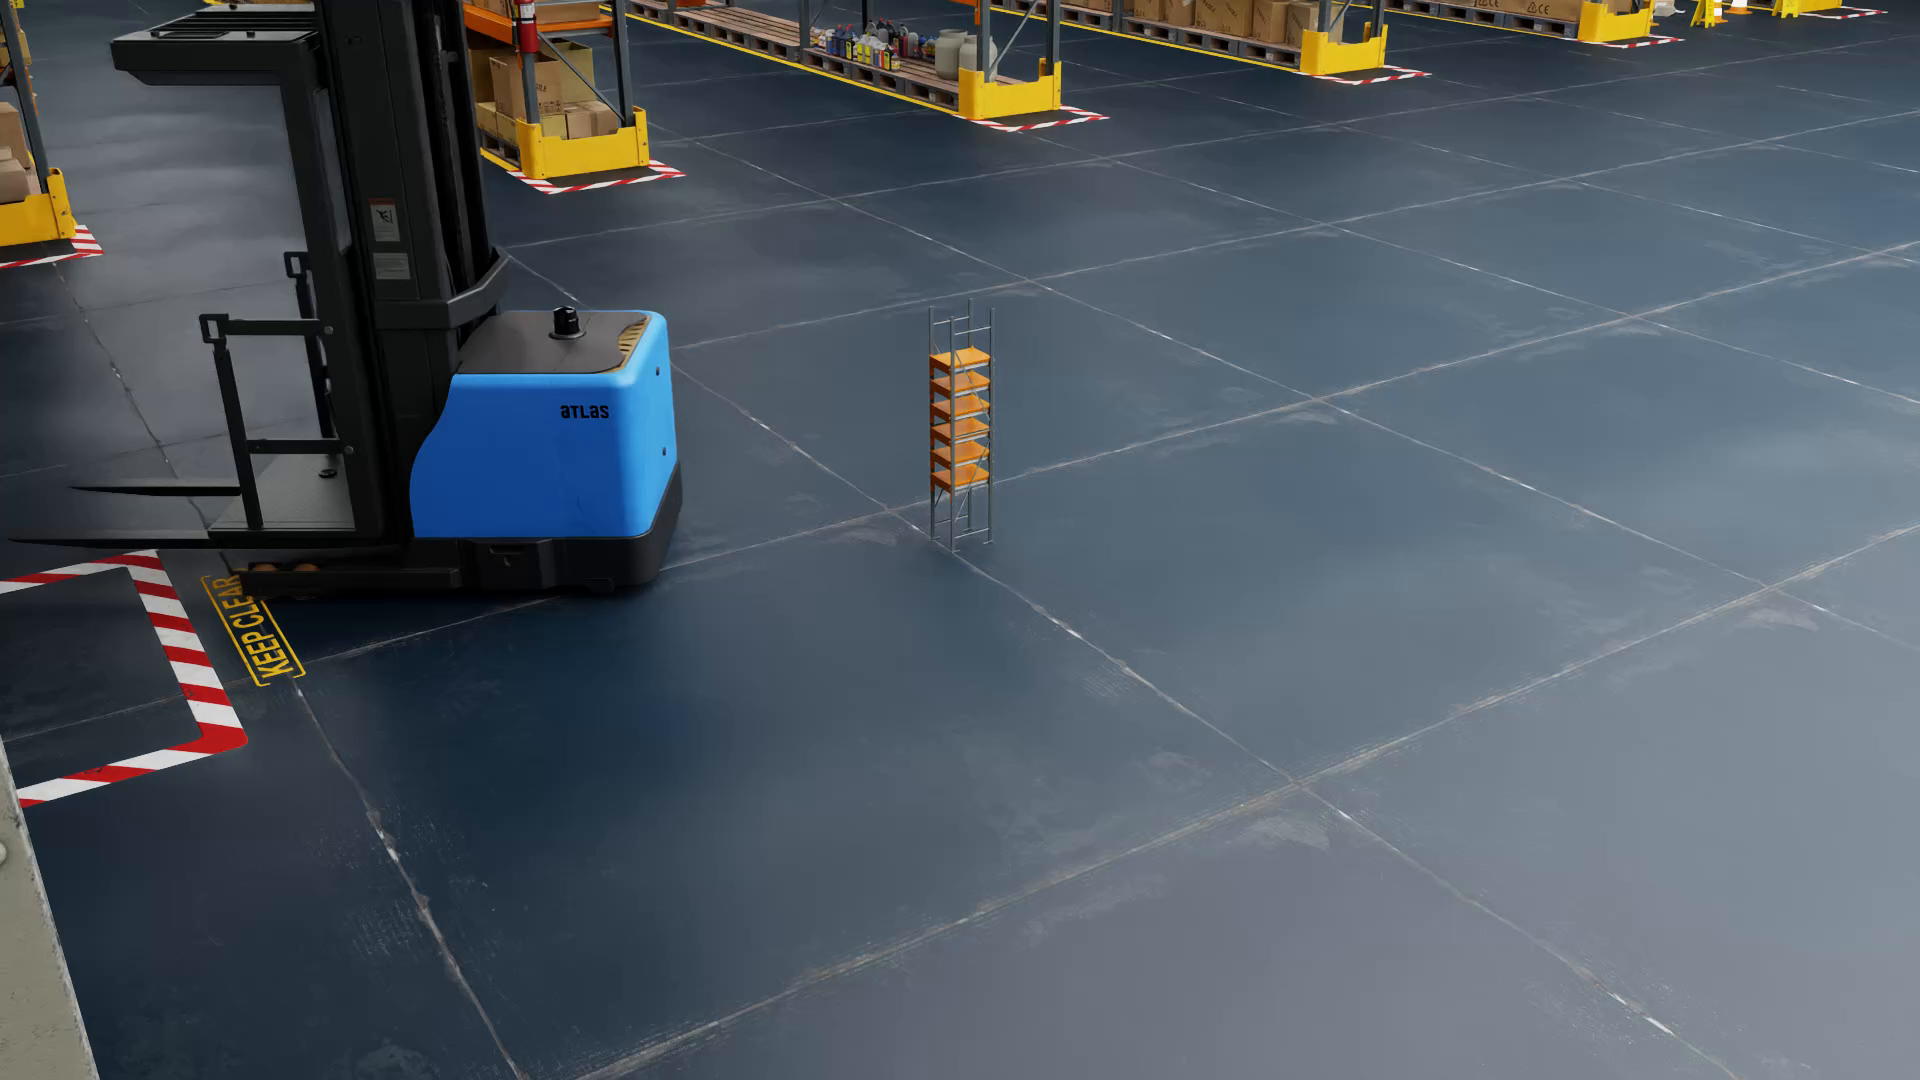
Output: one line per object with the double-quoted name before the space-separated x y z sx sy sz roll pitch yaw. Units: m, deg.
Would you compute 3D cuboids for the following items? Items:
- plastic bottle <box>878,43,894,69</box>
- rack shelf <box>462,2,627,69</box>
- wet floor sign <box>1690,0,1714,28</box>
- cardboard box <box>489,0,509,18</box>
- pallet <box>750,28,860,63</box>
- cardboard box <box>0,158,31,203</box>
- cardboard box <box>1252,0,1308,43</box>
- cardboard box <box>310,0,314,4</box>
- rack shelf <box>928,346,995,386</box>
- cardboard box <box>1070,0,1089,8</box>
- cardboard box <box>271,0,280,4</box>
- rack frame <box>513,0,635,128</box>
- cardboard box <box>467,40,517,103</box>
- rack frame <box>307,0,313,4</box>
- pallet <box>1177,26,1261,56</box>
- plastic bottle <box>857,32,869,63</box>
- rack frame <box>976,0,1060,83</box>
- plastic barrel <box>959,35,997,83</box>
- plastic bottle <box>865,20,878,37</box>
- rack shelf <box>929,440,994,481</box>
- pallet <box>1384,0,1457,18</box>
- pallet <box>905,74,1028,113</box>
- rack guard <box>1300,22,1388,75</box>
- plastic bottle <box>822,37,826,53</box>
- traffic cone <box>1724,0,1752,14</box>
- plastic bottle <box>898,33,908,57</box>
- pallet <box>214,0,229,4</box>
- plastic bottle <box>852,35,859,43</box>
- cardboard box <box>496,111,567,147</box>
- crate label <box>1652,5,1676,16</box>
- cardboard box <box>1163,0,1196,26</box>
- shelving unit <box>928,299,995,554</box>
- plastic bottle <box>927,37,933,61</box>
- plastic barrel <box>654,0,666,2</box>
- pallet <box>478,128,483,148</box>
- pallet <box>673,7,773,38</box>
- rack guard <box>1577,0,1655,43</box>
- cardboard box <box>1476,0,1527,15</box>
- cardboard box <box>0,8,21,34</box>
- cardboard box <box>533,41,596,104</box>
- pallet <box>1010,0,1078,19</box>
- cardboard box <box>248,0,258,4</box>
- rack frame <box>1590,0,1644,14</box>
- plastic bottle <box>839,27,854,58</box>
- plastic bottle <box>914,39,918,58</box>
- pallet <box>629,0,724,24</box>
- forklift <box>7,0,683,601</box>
"plastic bottle" -0.859 -5.632 19.341 0.152 0.276 0.135 -15 29 -29
"rack shelf" -4.619 -5.250 16.700 1.077 0.370 4.000 -16 29 -30
"wet floor sign" 10.661 -7.674 23.749 0.267 0.644 0.232 -22 33 -38
"cardboard box" -4.062 -5.262 15.766 0.700 0.500 0.500 -15 29 -28
"pallet" -2.019 -6.455 21.676 1.003 0.211 1.213 -16 29 -30
"cardboard box" -7.978 -2.956 13.632 0.500 0.311 0.500 -19 32 -35
"cardboard box" 4.093 -6.660 21.280 0.500 0.500 0.500 -8 26 -16
"cardboard box" -7.854 -6.666 20.929 0.500 0.311 0.500 -14 29 -28
"rack shelf" 0.008 -0.823 7.848 0.258 0.103 0.180 -16 29 -30
"cardboard box" 2.030 -8.066 24.236 0.700 0.500 0.500 -16 29 -30
"cardboard box" -9.175 -7.441 22.912 0.500 0.500 0.500 -17 30 -31
"rack frame" -3.527 -4.860 15.032 1.000 3.000 0.127 -16 29 -30
"cardboard box" -4.627 -4.622 16.379 0.500 0.500 0.500 -16 29 -30
"rack frame" -7.894 -7.722 21.093 1.000 3.000 0.127 -16 29 -30
"pallet" 3.658 -6.668 22.128 1.003 0.211 1.213 -16 29 -30
"plastic bottle" -1.130 -5.840 19.695 0.144 0.351 0.185 -16 30 -30
"rack frame" 0.625 -6.013 17.474 1.000 3.000 0.127 -16 29 -30
"plastic barrel" 0.202 -5.296 18.376 0.421 0.512 0.421 0 25 0
"plastic bottle" -1.086 -6.248 20.559 0.144 0.351 0.185 -16 29 -30
"rack shelf" 0.008 -0.389 8.053 0.258 0.103 0.180 -16 29 -30
"pallet" 7.152 -8.167 25.302 1.003 0.211 1.213 -16 29 -30
"pallet" 0.105 -5.060 18.722 1.003 0.211 1.213 -16 29 -30
"rack guard" 4.734 -6.064 20.510 1.175 0.500 0.348 -16 29 -30
"plastic bottle" -1.641 -6.088 20.396 0.097 0.201 0.097 0 25 0
"traffic cone" 11.763 -8.183 25.042 0.336 0.463 0.334 -16 29 -30
"plastic bottle" -0.688 -5.983 20.077 0.061 0.283 0.133 -16 29 -30
"pallet" -11.122 -8.574 26.165 1.003 0.211 1.213 -16 29 -30
"plastic bottle" -1.251 -5.912 19.941 0.097 0.271 0.097 0 25 0
"cardboard box" -4.067 -3.930 15.789 0.500 0.250 0.500 -16 29 -30
"crate label" 10.537 -7.922 24.871 0.298 0.136 0.250 12 28 24
"cardboard box" 3.095 -7.302 22.641 0.500 0.500 0.500 -6 26 -13
"shelving unit" 0.008 -0.537 7.983 0.258 1.200 0.189 -16 29 -30
"plastic bottle" -0.345 -5.858 19.826 0.097 0.271 0.097 0 25 0
"plastic barrel" -4.406 -8.292 24.723 0.421 0.512 0.421 0 25 0
"pallet" -4.641 -4.299 17.109 1.003 0.211 1.213 -16 29 -30
"pallet" -3.351 -7.327 23.524 1.003 0.211 1.213 -16 29 -30
"rack guard" 8.999 -7.148 22.806 1.175 0.500 0.348 -16 29 -30
"cardboard box" 8.078 -8.058 23.802 0.875 0.875 0.875 -16 30 -30
"cardboard box" -7.684 -4.226 12.961 0.500 0.500 0.500 -15 29 -30
"cardboard box" -3.908 -4.568 16.263 0.500 0.500 0.500 -16 29 -30
"pallet" 1.495 -8.052 25.059 1.003 0.211 1.213 -16 29 -30
"cardboard box" -10.018 -7.991 24.076 0.500 0.500 0.500 -17 30 -32
"rack frame" 8.986 -8.287 22.291 1.000 3.000 0.127 -16 29 -30
"plastic bottle" -1.362 -5.992 20.017 0.144 0.351 0.185 -17 30 -32
"plastic bottle" -0.511 -5.935 20.071 0.097 0.201 0.097 0 25 0
"pallet" -4.207 -7.886 24.707 1.003 0.211 1.213 -16 29 -30
"forklift" -2.928 -1.273 7.513 3.031 2.935 1.130 0 25 0
